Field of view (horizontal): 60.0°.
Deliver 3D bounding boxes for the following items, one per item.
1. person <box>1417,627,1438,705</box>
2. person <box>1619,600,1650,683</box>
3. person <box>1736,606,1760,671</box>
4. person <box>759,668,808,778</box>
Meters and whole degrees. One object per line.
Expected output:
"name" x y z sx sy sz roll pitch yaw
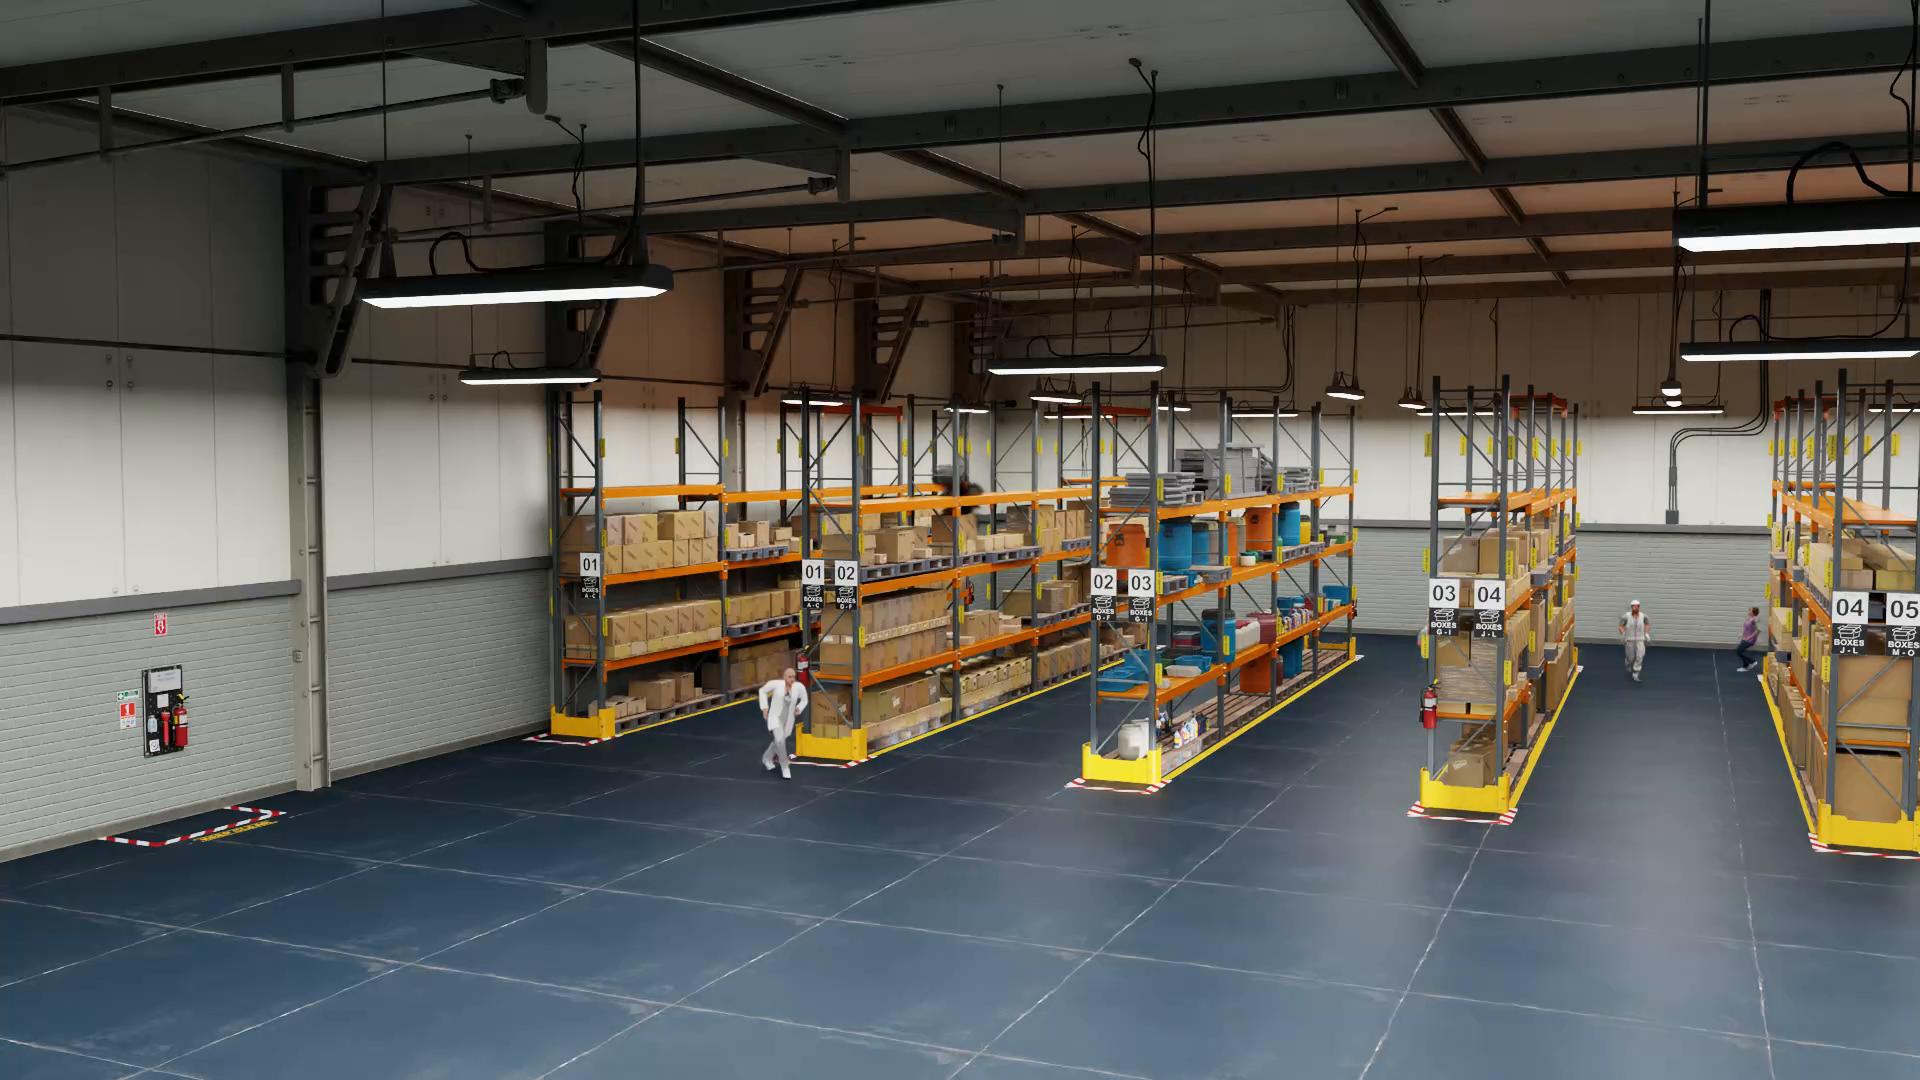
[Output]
"person" 9.272 2.332 32.446 0.690 1.848 0.912 1 3 17
"person" 14.526 2.157 35.821 0.653 1.752 0.803 1 3 13
"person" 17.563 2.217 37.091 0.467 1.510 0.626 1 3 21
"person" -2.745 2.787 25.600 0.730 1.722 0.978 -1 3 -24
